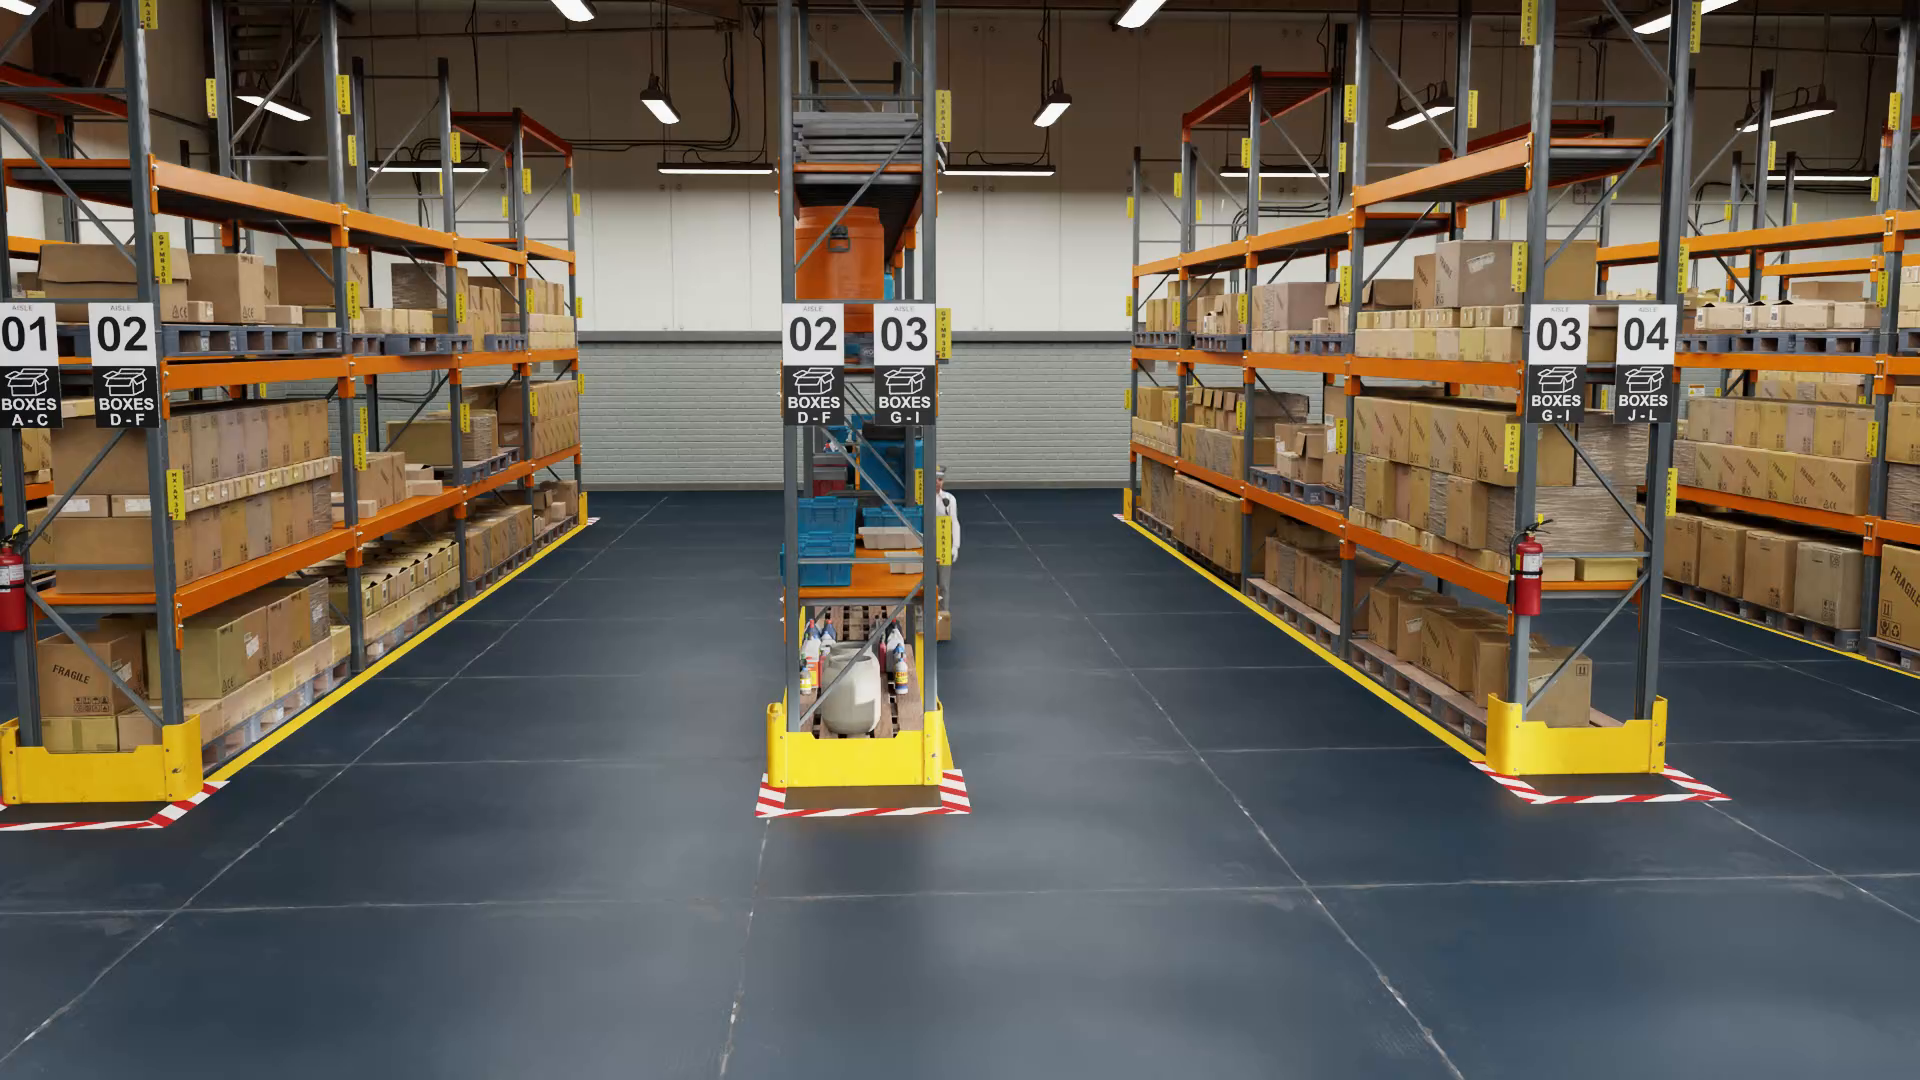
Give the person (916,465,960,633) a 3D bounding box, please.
[{"bbox_3d":[-0.244,0.083,16.933,0.483,1.701,0.386,0,7,-3],"label":"person"}]
